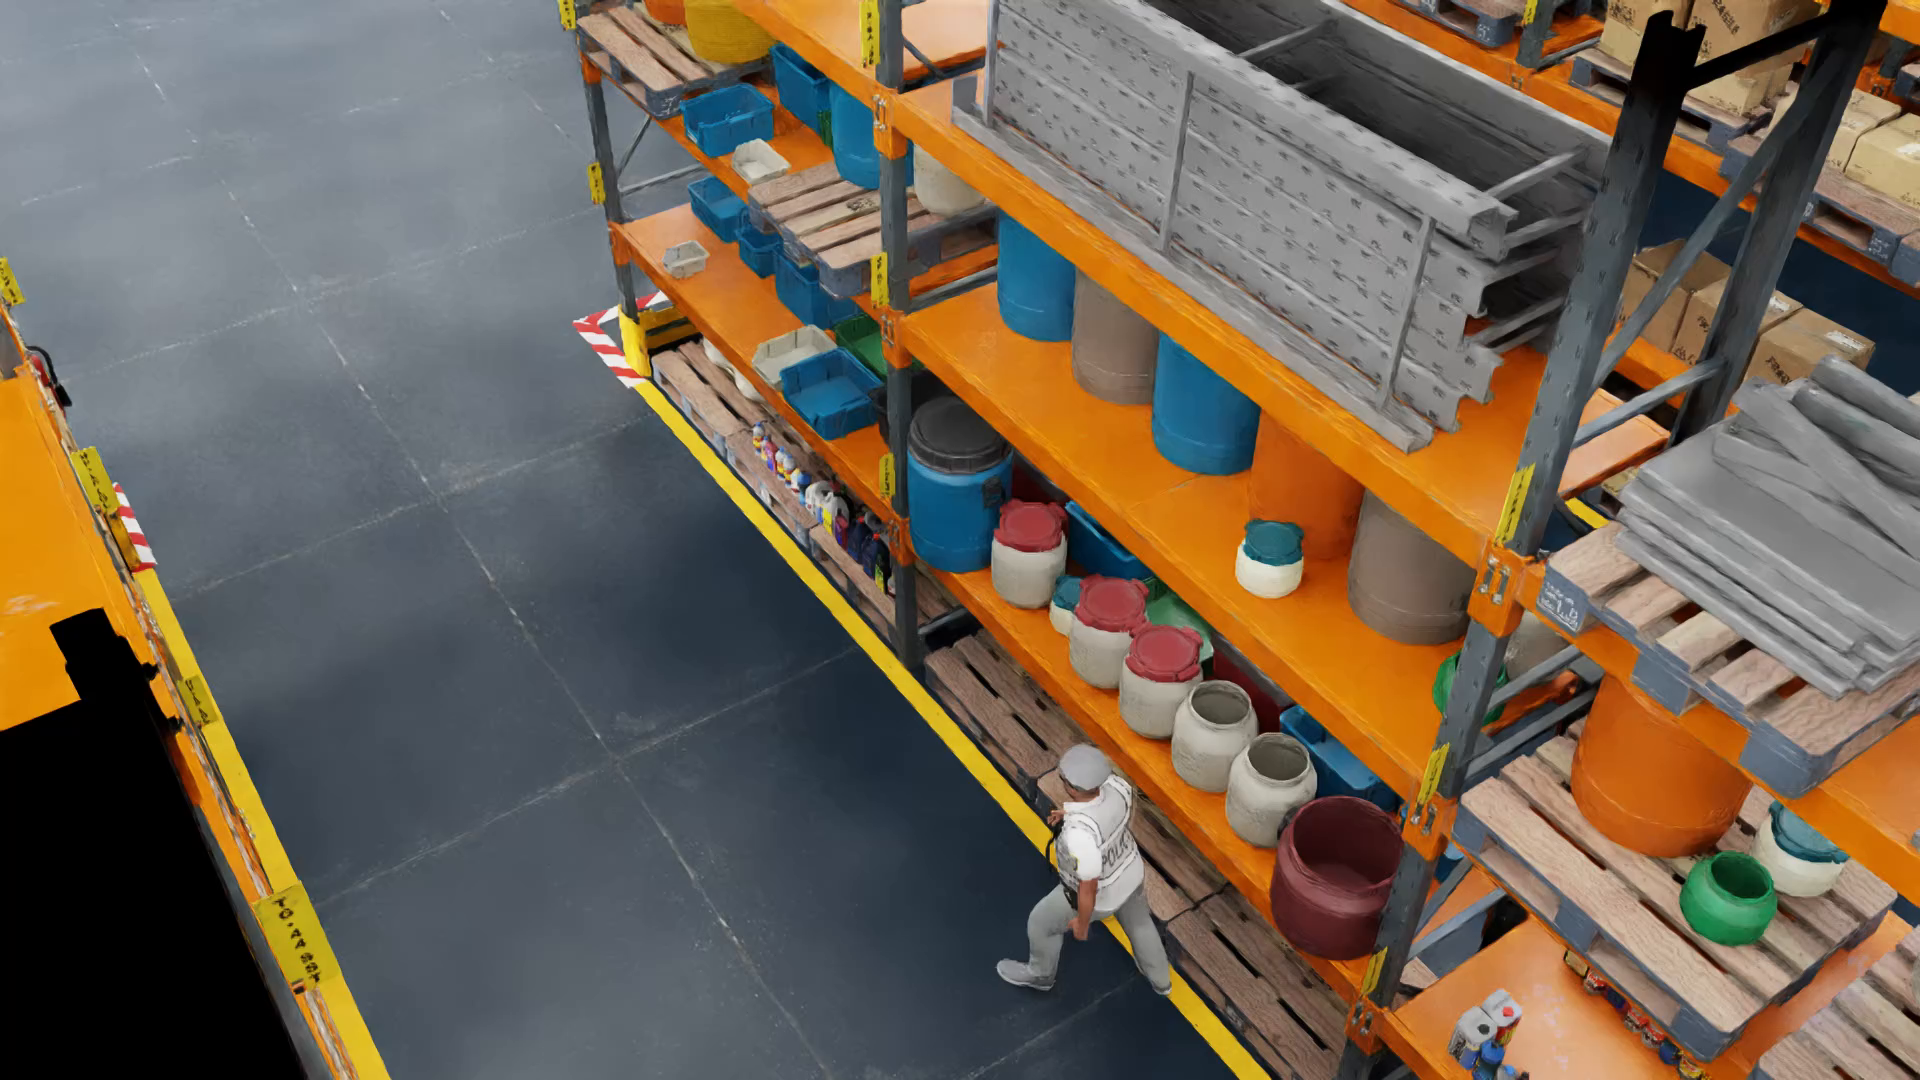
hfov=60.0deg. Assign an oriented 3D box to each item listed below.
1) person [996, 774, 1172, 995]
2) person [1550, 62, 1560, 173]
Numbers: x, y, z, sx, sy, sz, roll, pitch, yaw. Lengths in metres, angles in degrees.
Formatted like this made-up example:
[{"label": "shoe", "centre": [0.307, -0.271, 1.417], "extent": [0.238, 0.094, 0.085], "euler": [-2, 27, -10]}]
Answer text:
[{"label": "person", "centre": [0.709, 1.774, 8.597], "extent": [0.857, 1.662, 0.701], "euler": [29, 50, 28]}, {"label": "person", "centre": [5.126, -3.856, 14.739], "extent": [0.800, 1.501, 0.591], "euler": [29, 50, 28]}]
